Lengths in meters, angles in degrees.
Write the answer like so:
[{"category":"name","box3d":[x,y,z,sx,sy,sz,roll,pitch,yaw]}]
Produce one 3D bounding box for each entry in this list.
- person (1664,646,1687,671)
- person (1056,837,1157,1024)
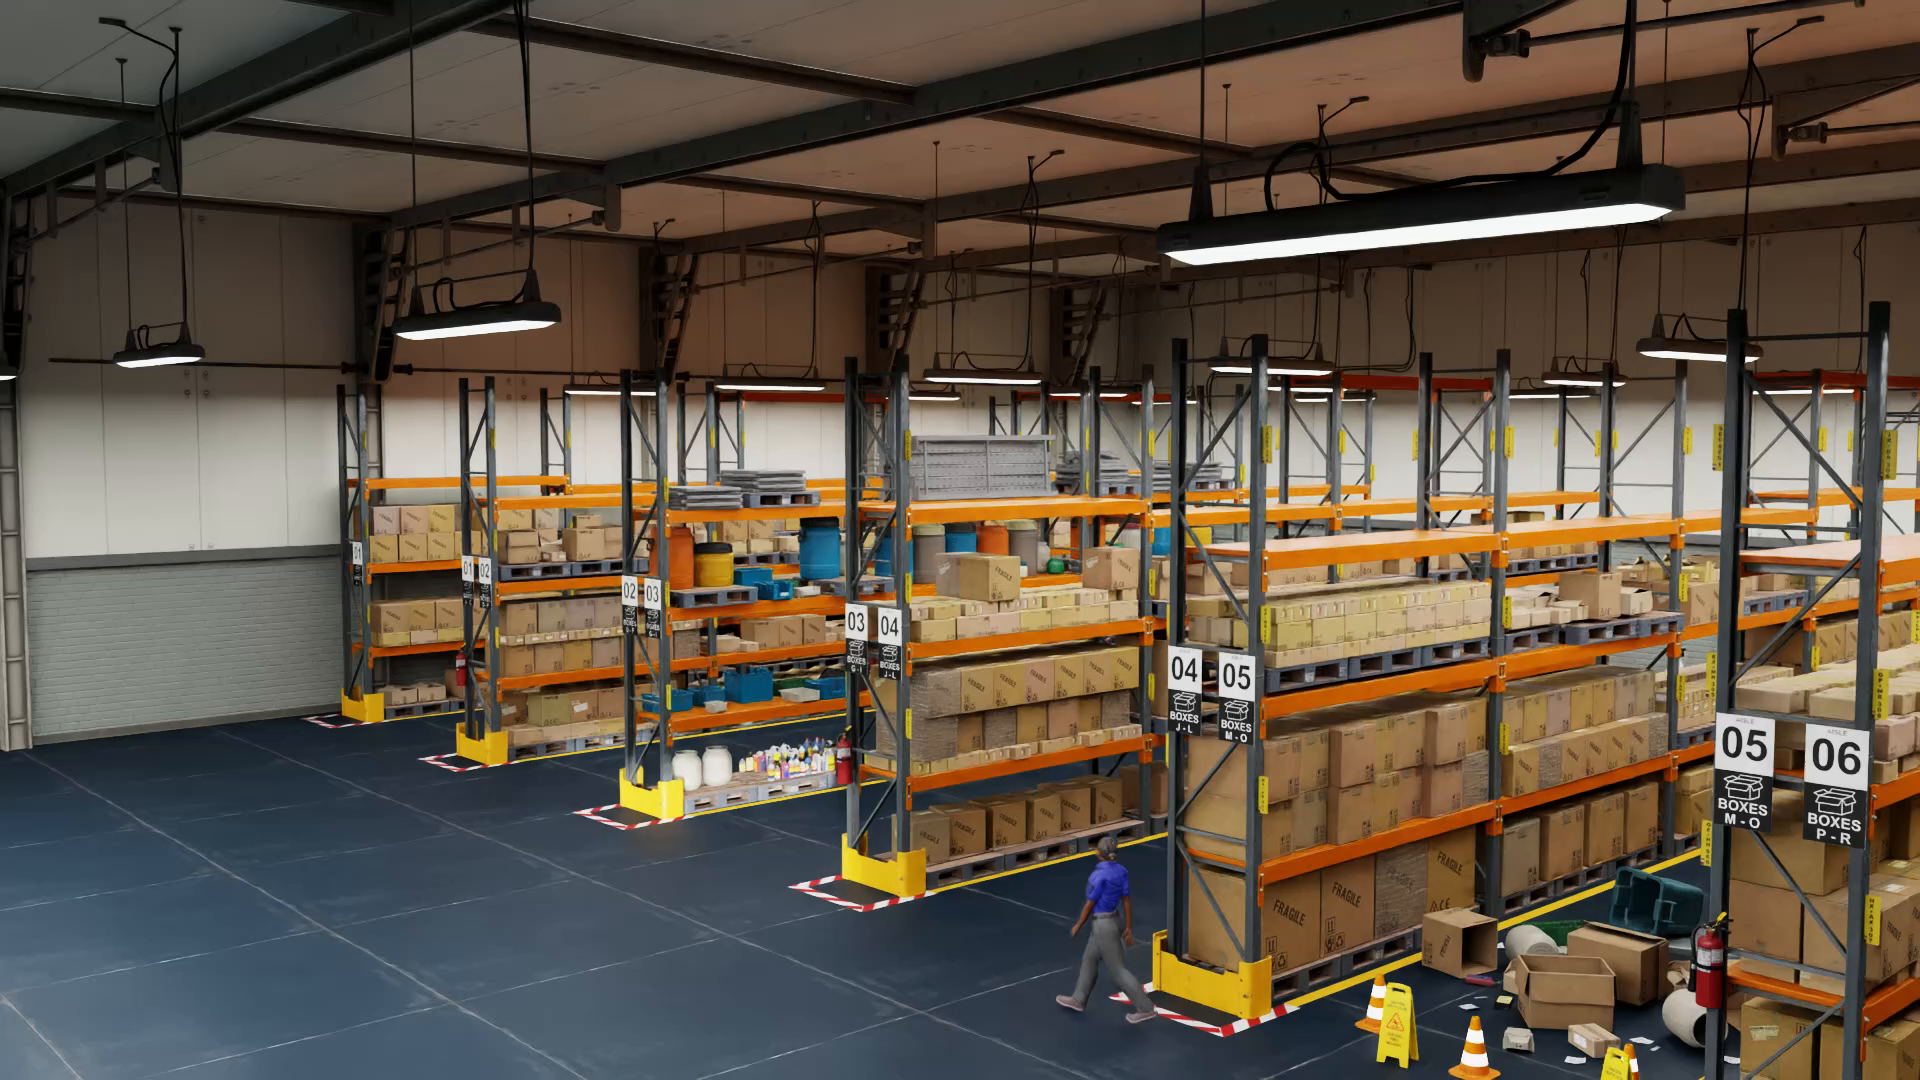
[{"category":"person","box3d":[11.624,2.523,27.286,0.632,1.684,0.504,4,5,45]},{"category":"person","box3d":[1.265,3.393,14.546,1.003,1.612,0.403,2,4,24]}]
